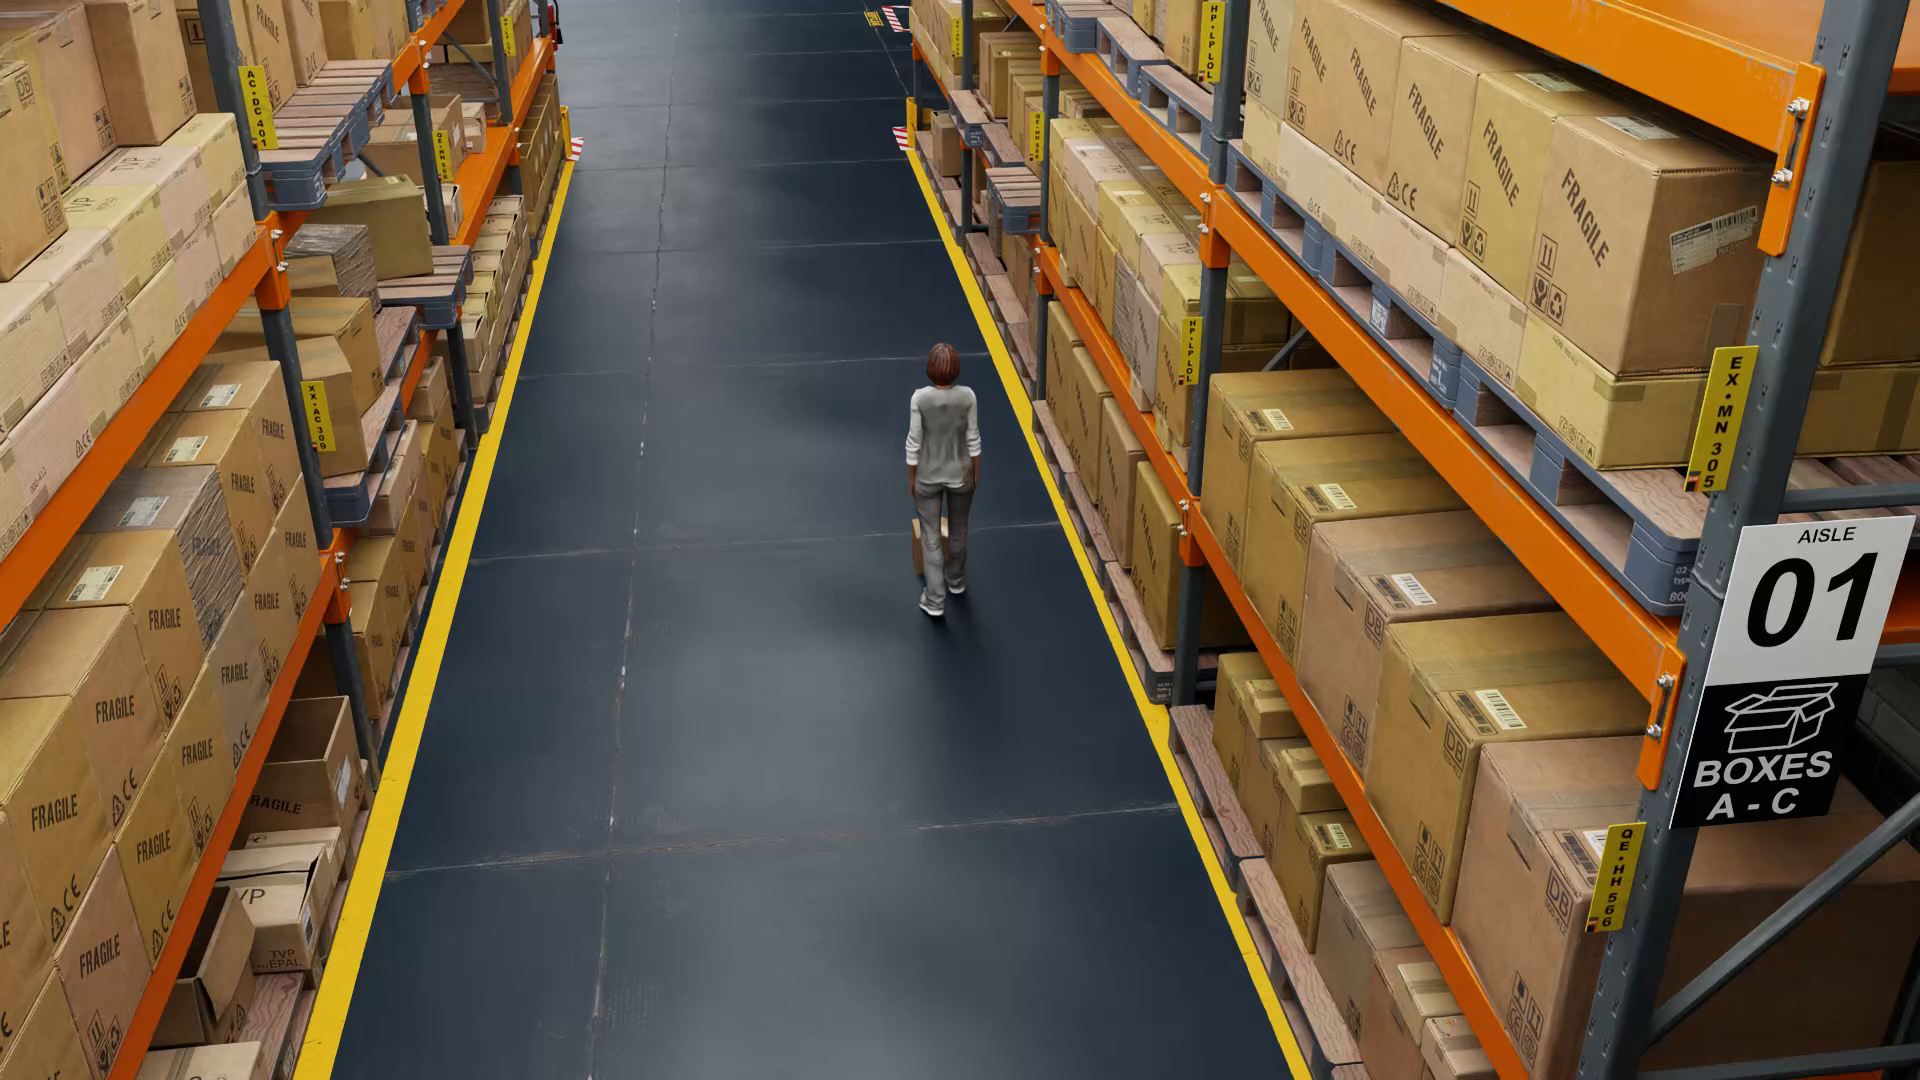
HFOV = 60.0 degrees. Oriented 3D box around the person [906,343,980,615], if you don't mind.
[{"bbox_3d":[-0.101,-0.365,9.331,0.413,1.603,0.531,-3,28,-5],"label":"person"}]
